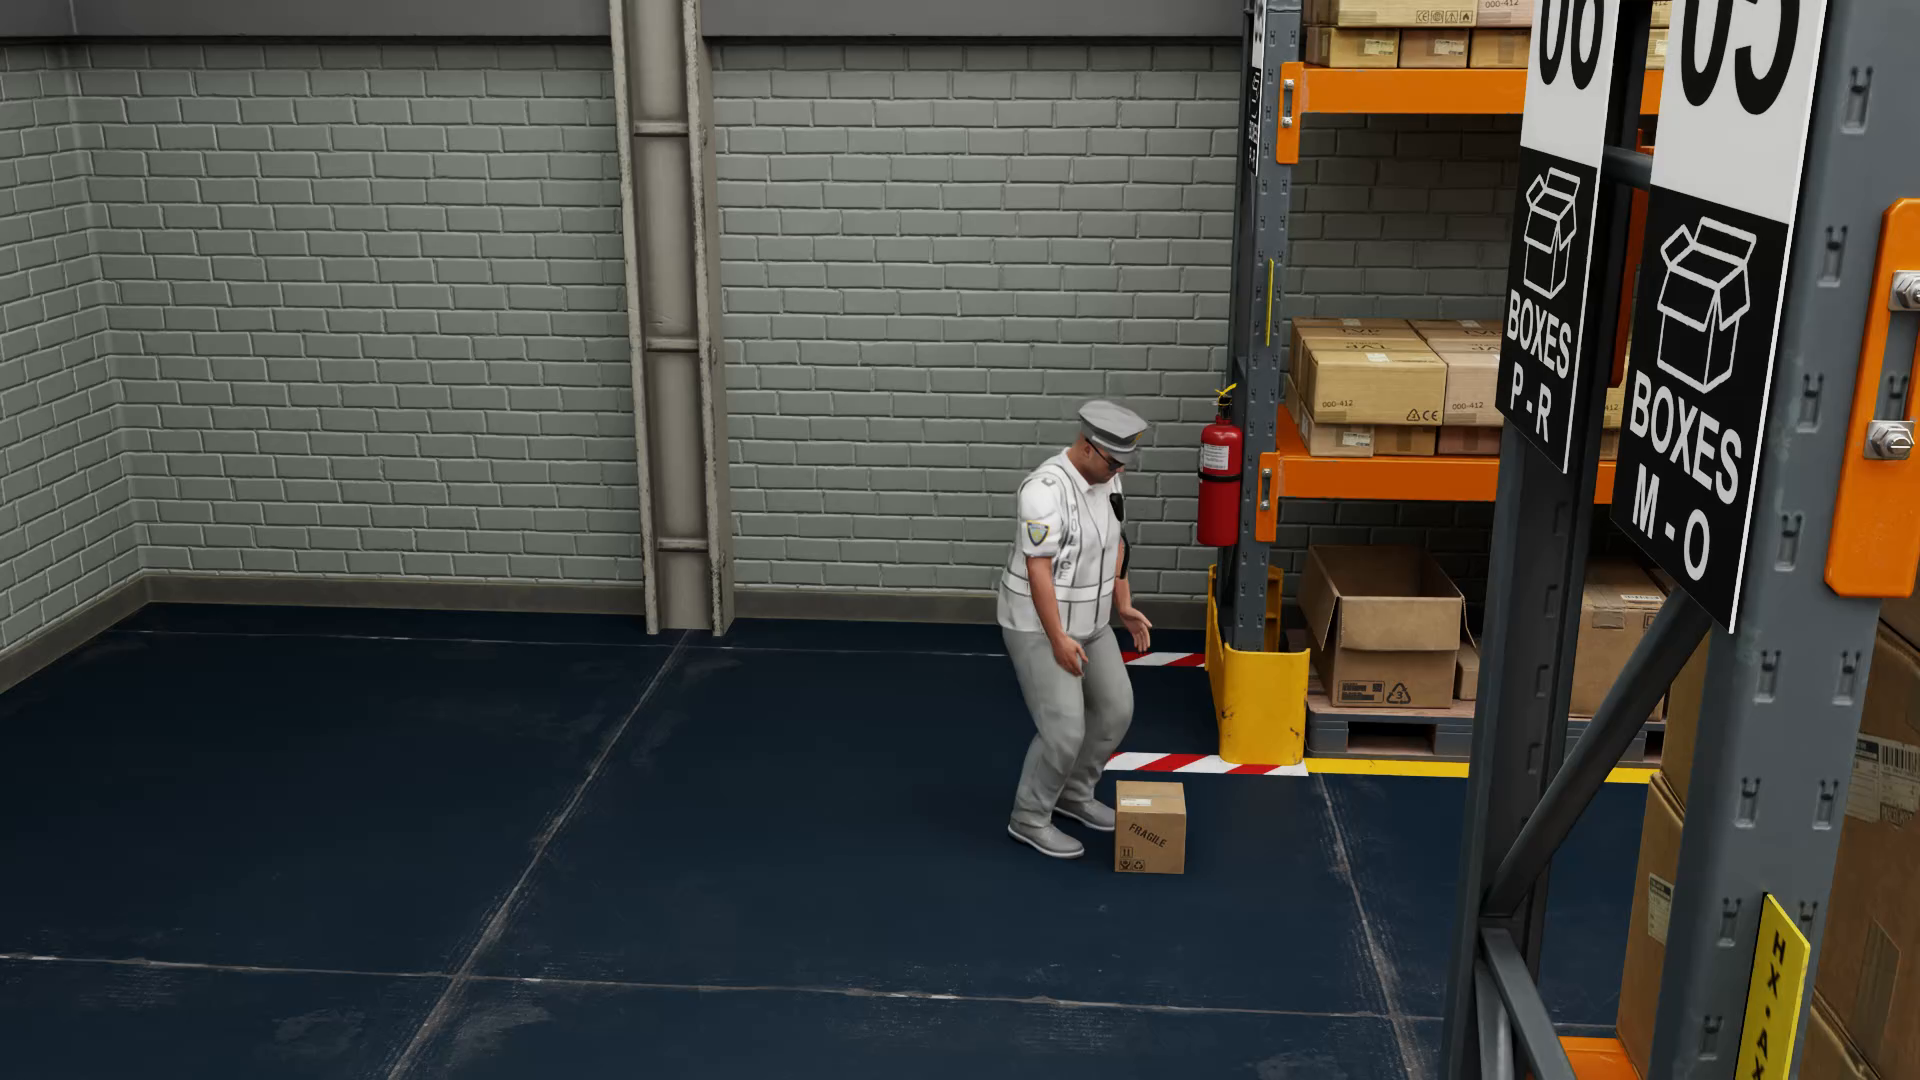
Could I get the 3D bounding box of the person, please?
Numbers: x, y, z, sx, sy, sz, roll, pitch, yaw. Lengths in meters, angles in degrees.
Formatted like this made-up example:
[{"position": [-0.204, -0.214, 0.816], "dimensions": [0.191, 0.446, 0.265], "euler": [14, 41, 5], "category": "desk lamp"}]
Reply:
[{"position": [0.427, 0.312, 6.165], "dimensions": [0.517, 1.690, 0.561], "euler": [14, 22, 37], "category": "person"}]
